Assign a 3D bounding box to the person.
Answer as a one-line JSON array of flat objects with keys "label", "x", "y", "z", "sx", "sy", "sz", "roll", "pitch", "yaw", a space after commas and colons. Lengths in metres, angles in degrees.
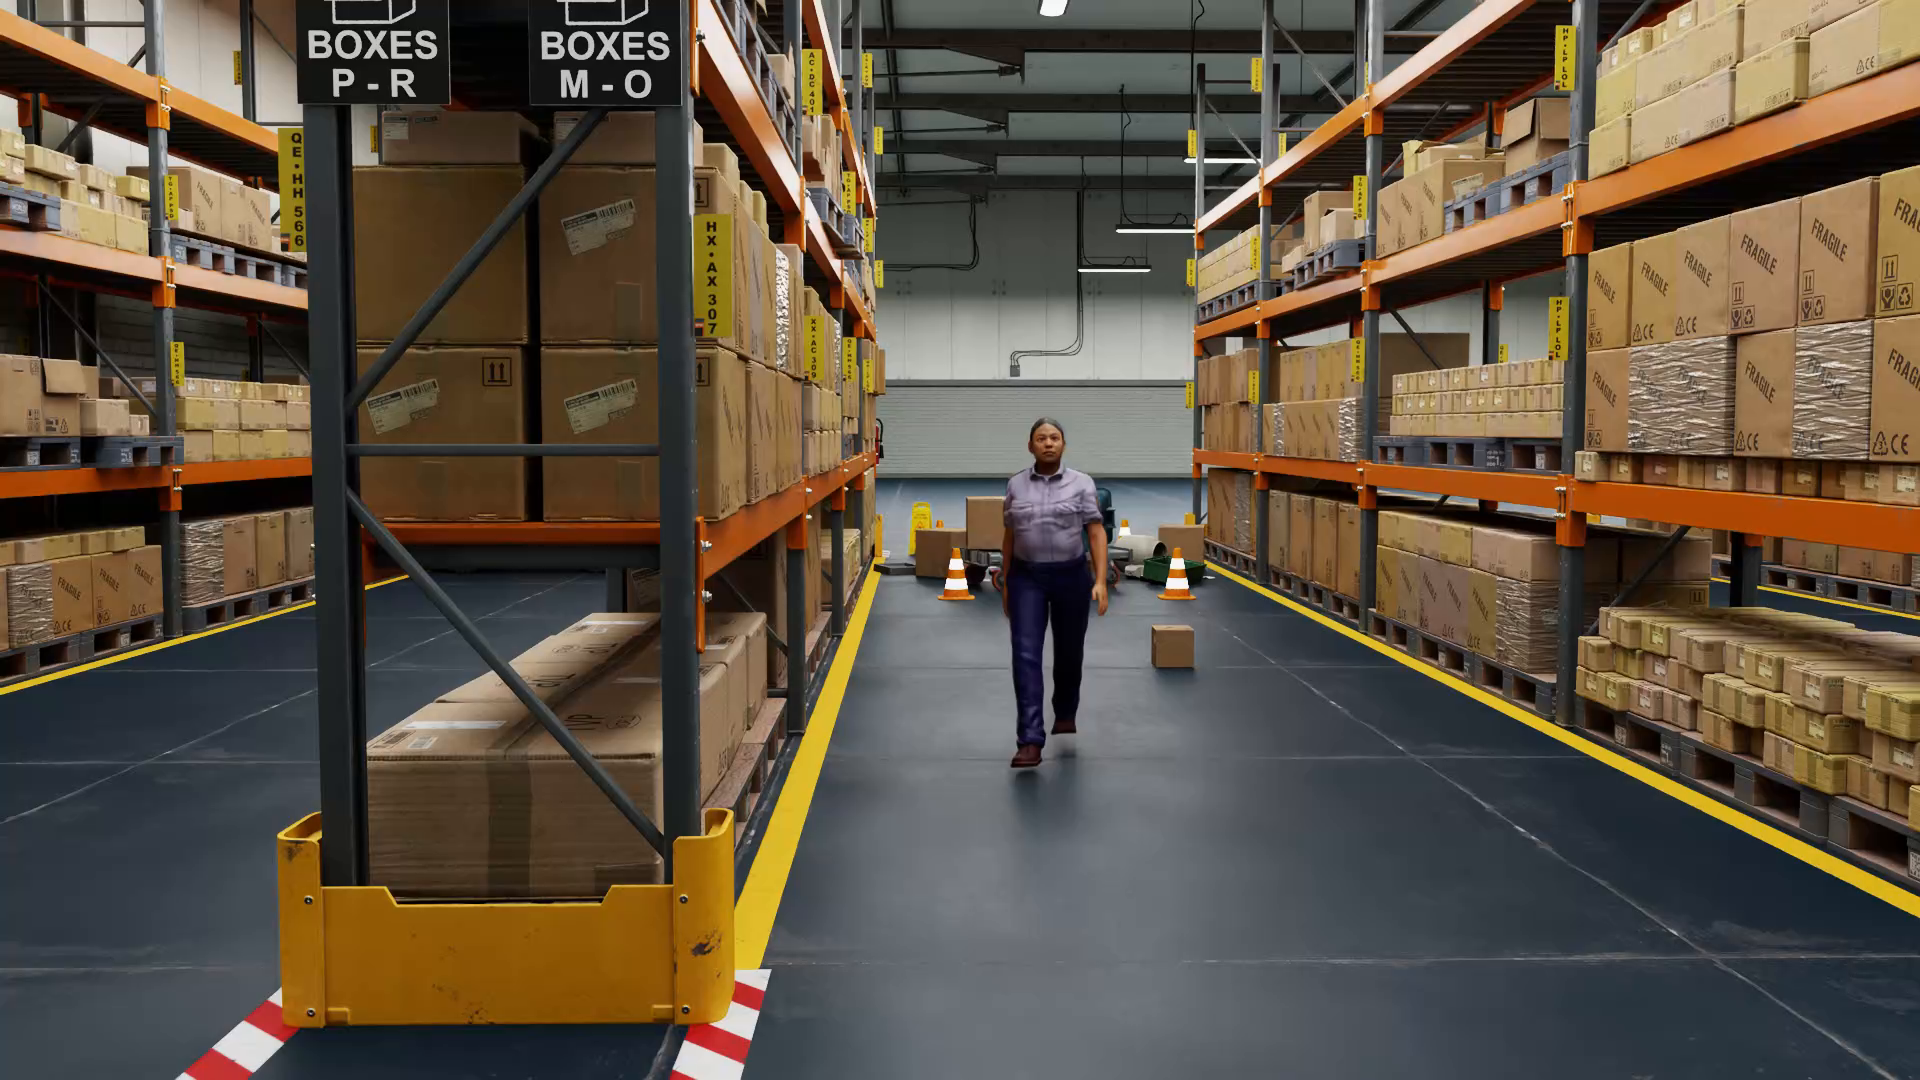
[{"label": "person", "x": 0.445, "y": 0.228, "z": 7.860, "sx": 0.504, "sy": 1.578, "sz": 0.986, "roll": 0, "pitch": 4, "yaw": 4}]
